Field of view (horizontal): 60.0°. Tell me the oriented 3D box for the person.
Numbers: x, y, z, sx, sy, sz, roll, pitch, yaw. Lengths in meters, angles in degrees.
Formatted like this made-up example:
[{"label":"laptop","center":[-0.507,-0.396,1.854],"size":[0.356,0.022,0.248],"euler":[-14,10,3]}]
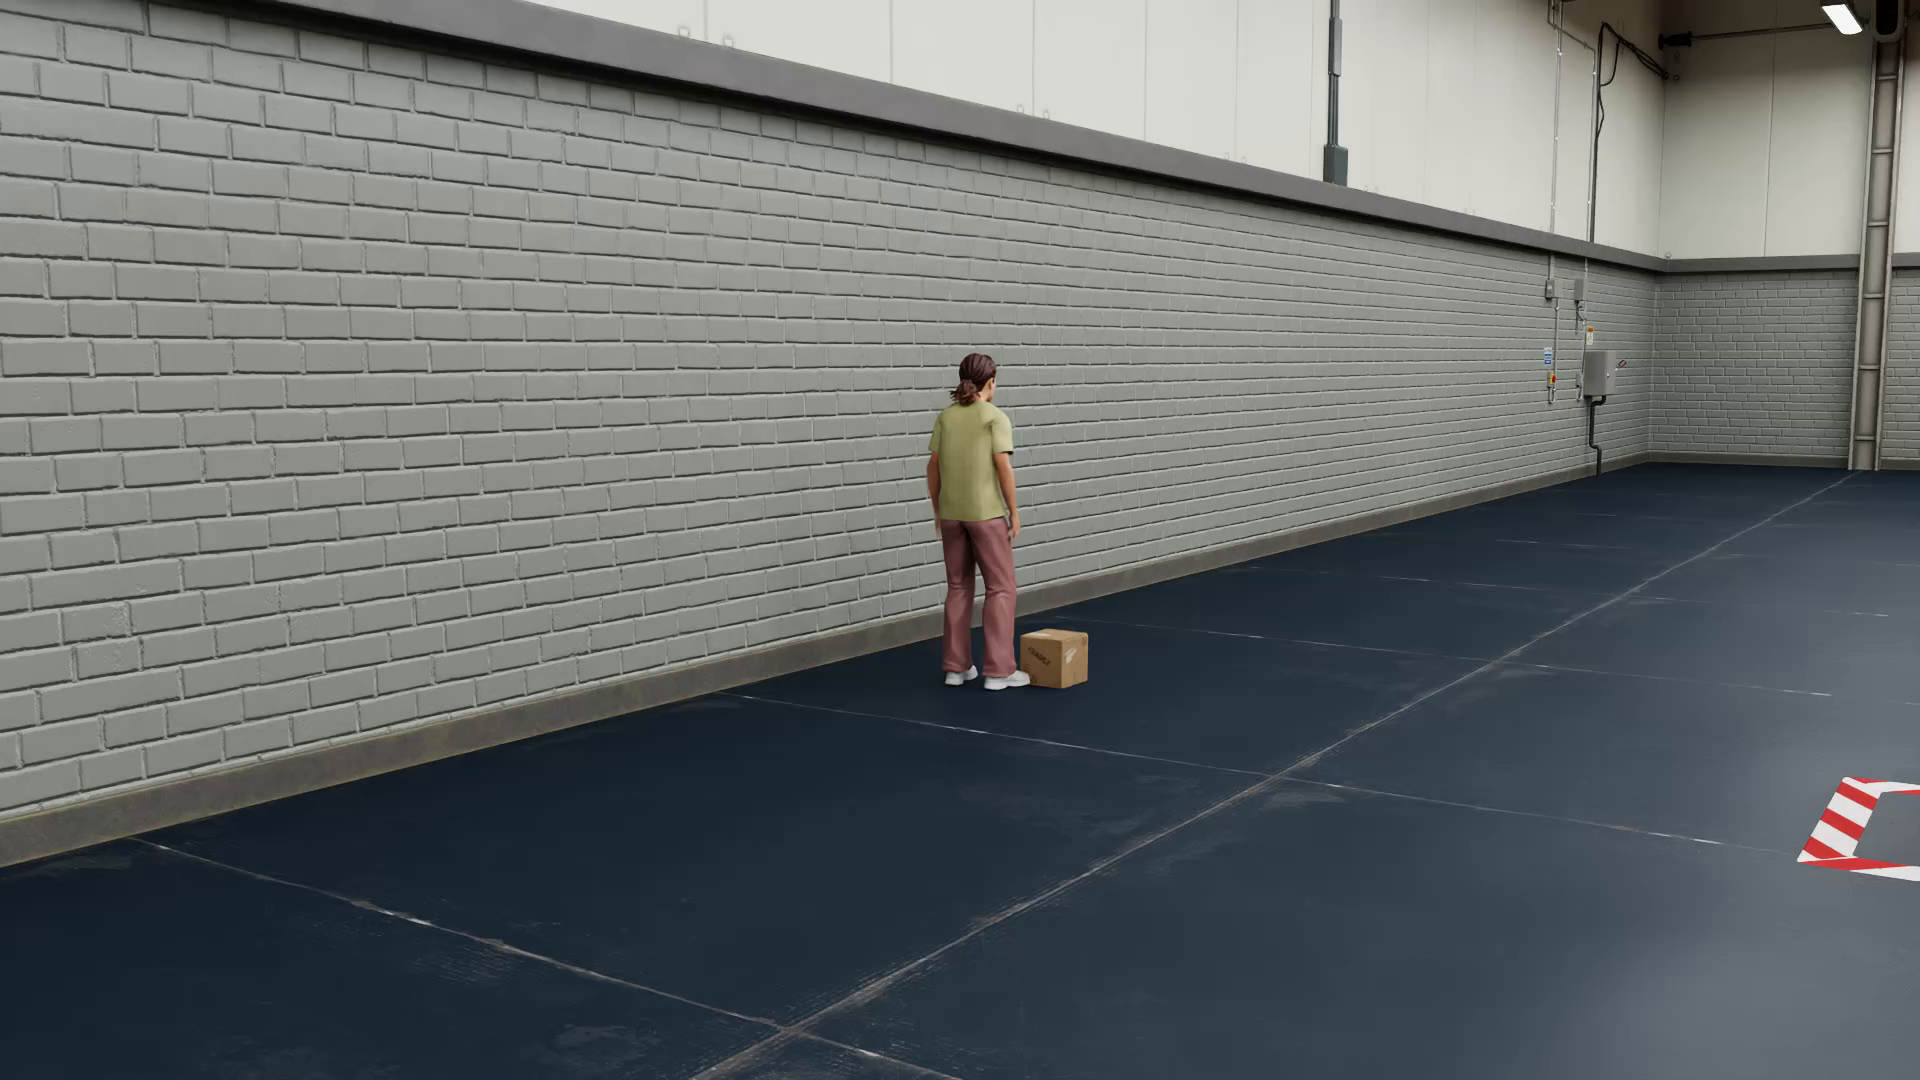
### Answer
[{"label":"person","center":[0.083,-0.098,8.351],"size":[0.499,1.672,0.360],"euler":[4,7,31]}]
